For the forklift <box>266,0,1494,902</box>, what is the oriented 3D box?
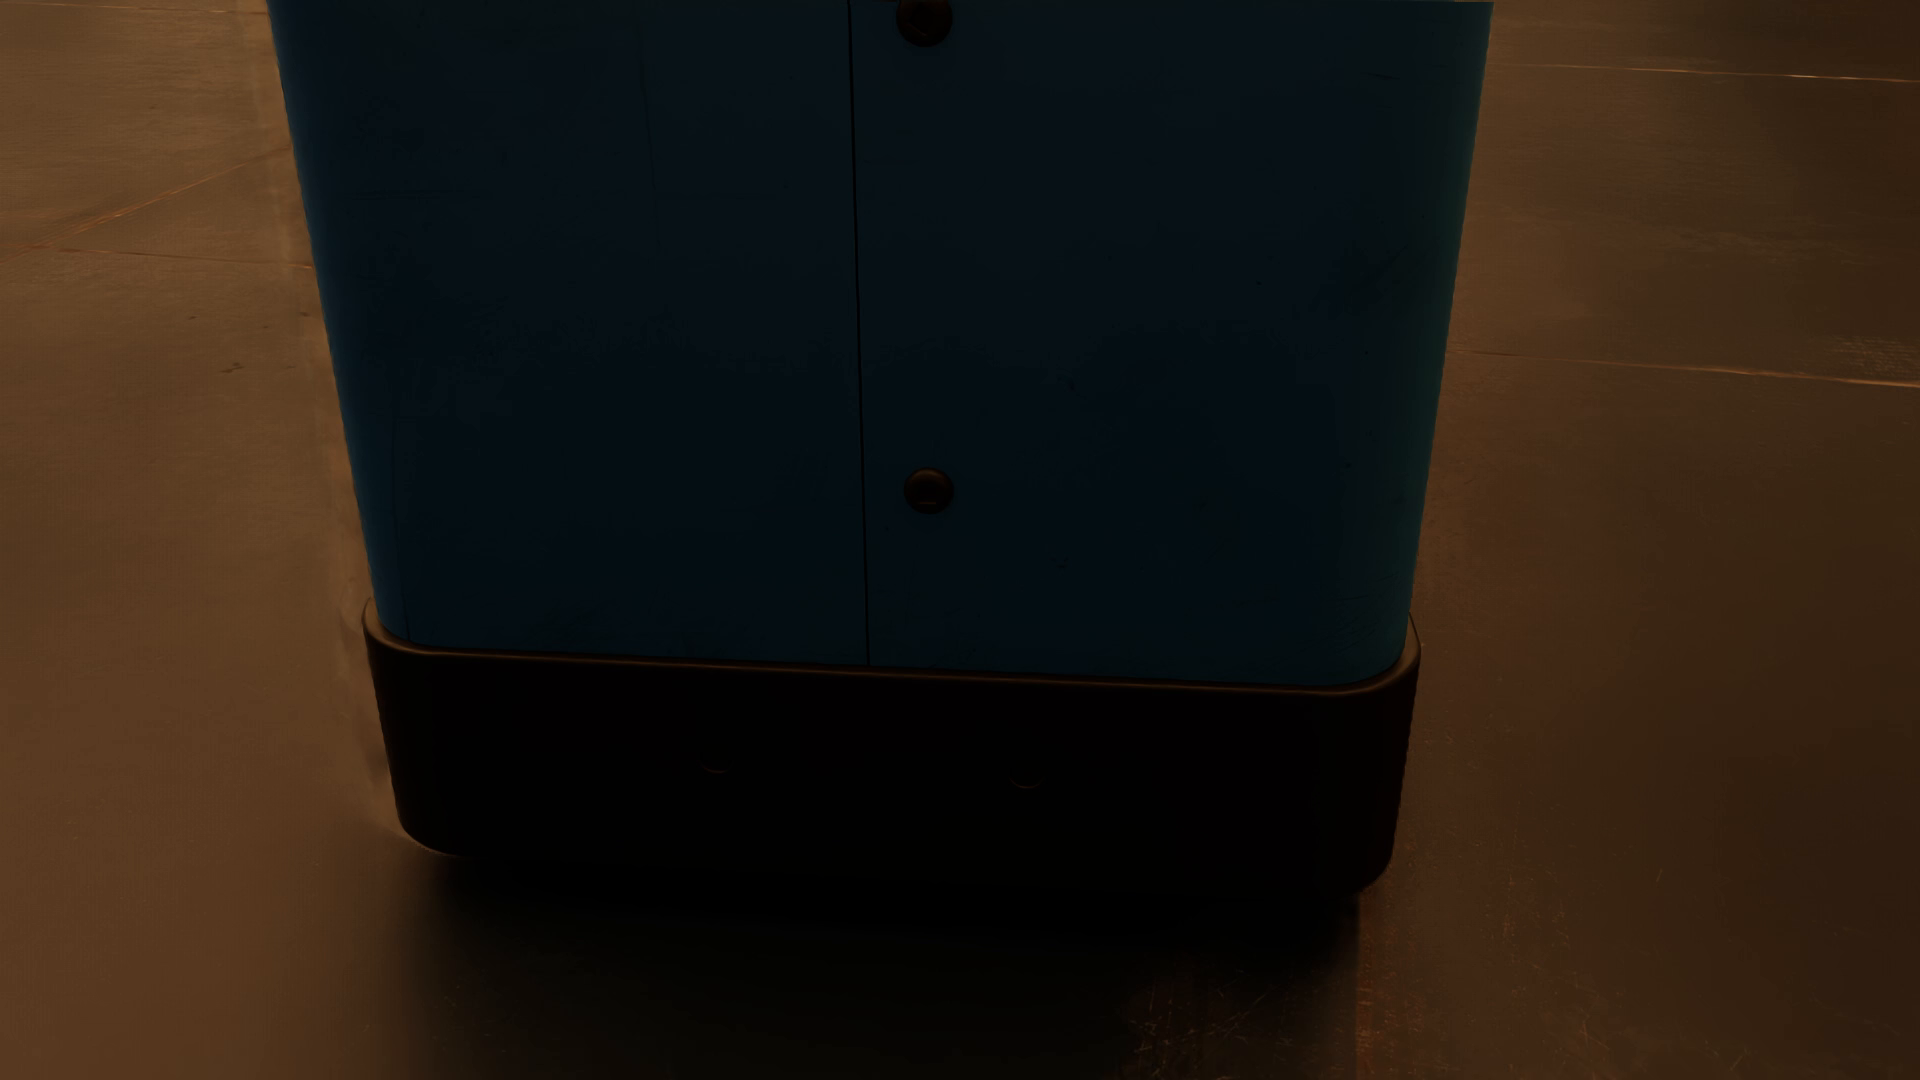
[{"bbox_3d":[0.042,-1.584,2.386,1.130,2.935,3.031,2,27,4],"label":"forklift"}]
